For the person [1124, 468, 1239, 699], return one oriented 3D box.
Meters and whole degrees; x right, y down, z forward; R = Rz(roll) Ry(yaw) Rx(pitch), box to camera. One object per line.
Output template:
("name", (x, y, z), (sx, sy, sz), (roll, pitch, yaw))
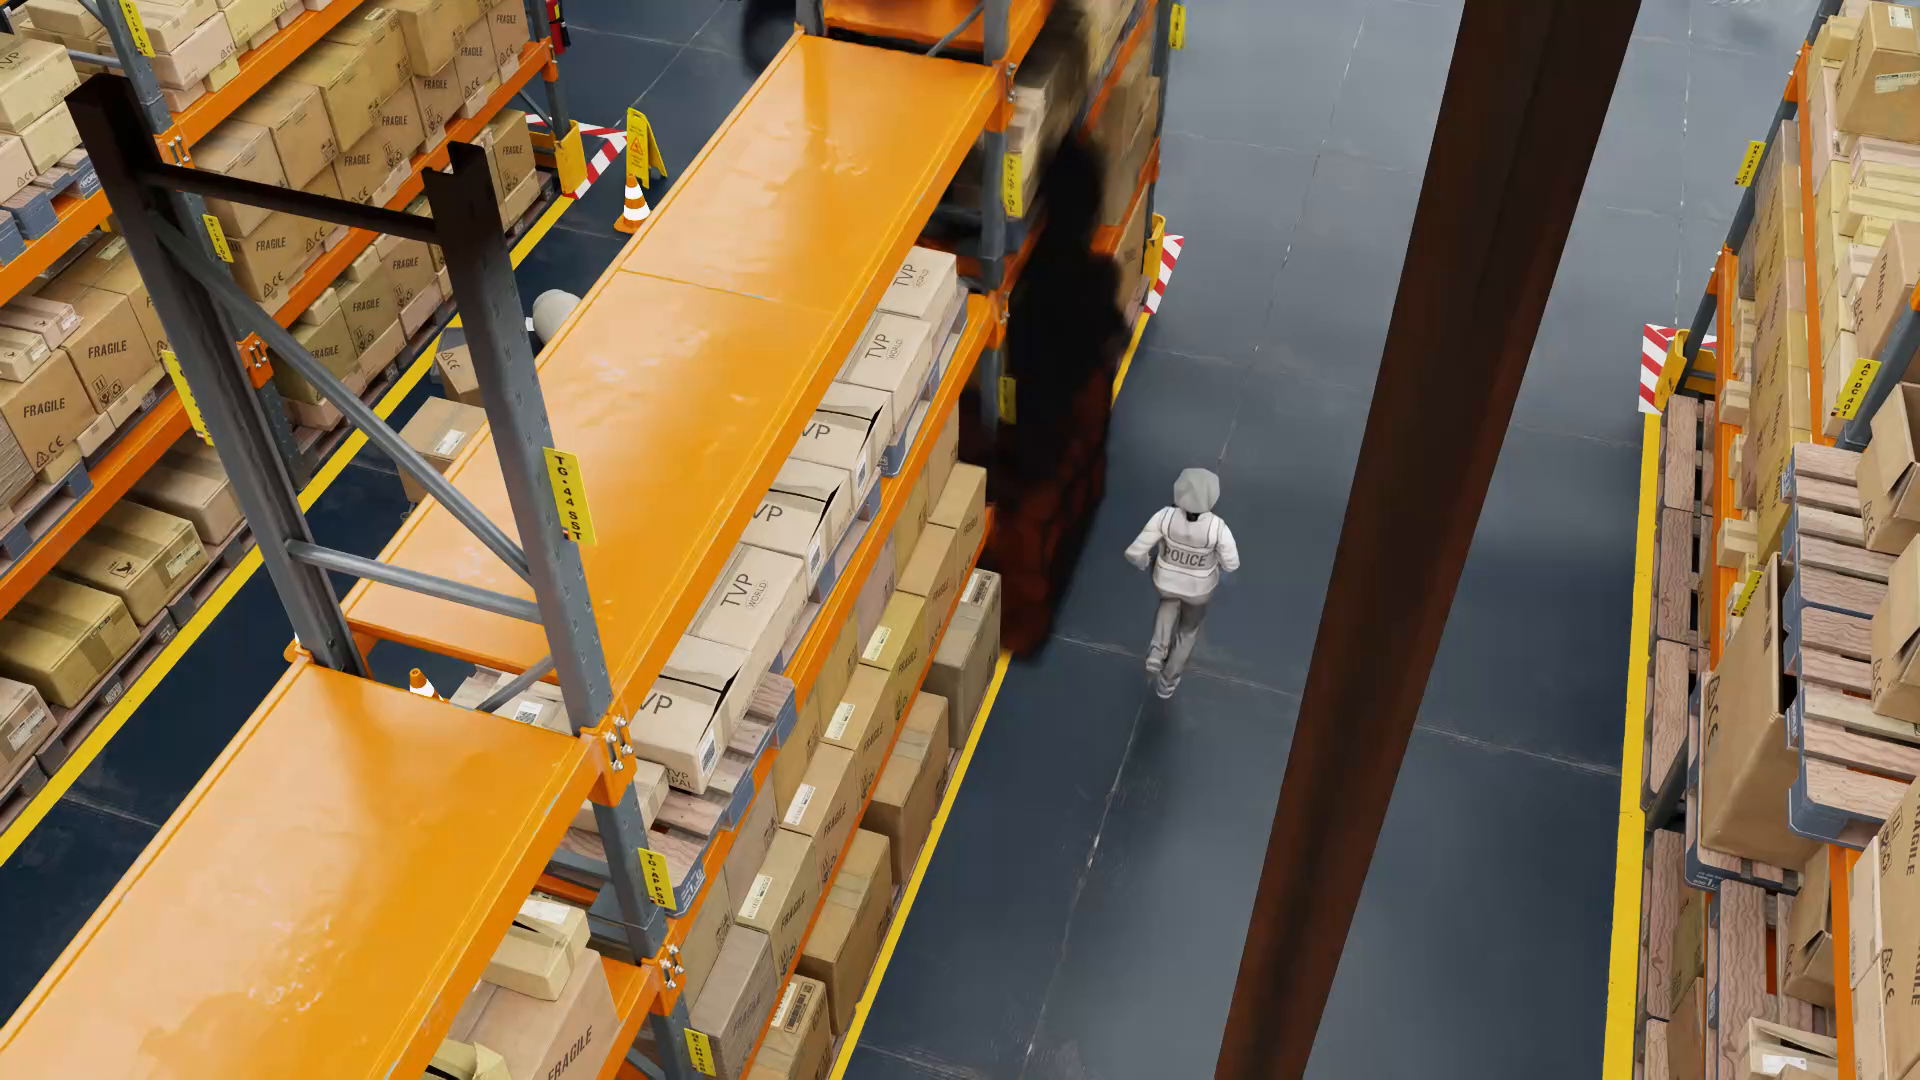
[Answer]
("person", (1.272, 0.184, 9.393), (0.596, 1.679, 0.533), (16, 48, 15))
